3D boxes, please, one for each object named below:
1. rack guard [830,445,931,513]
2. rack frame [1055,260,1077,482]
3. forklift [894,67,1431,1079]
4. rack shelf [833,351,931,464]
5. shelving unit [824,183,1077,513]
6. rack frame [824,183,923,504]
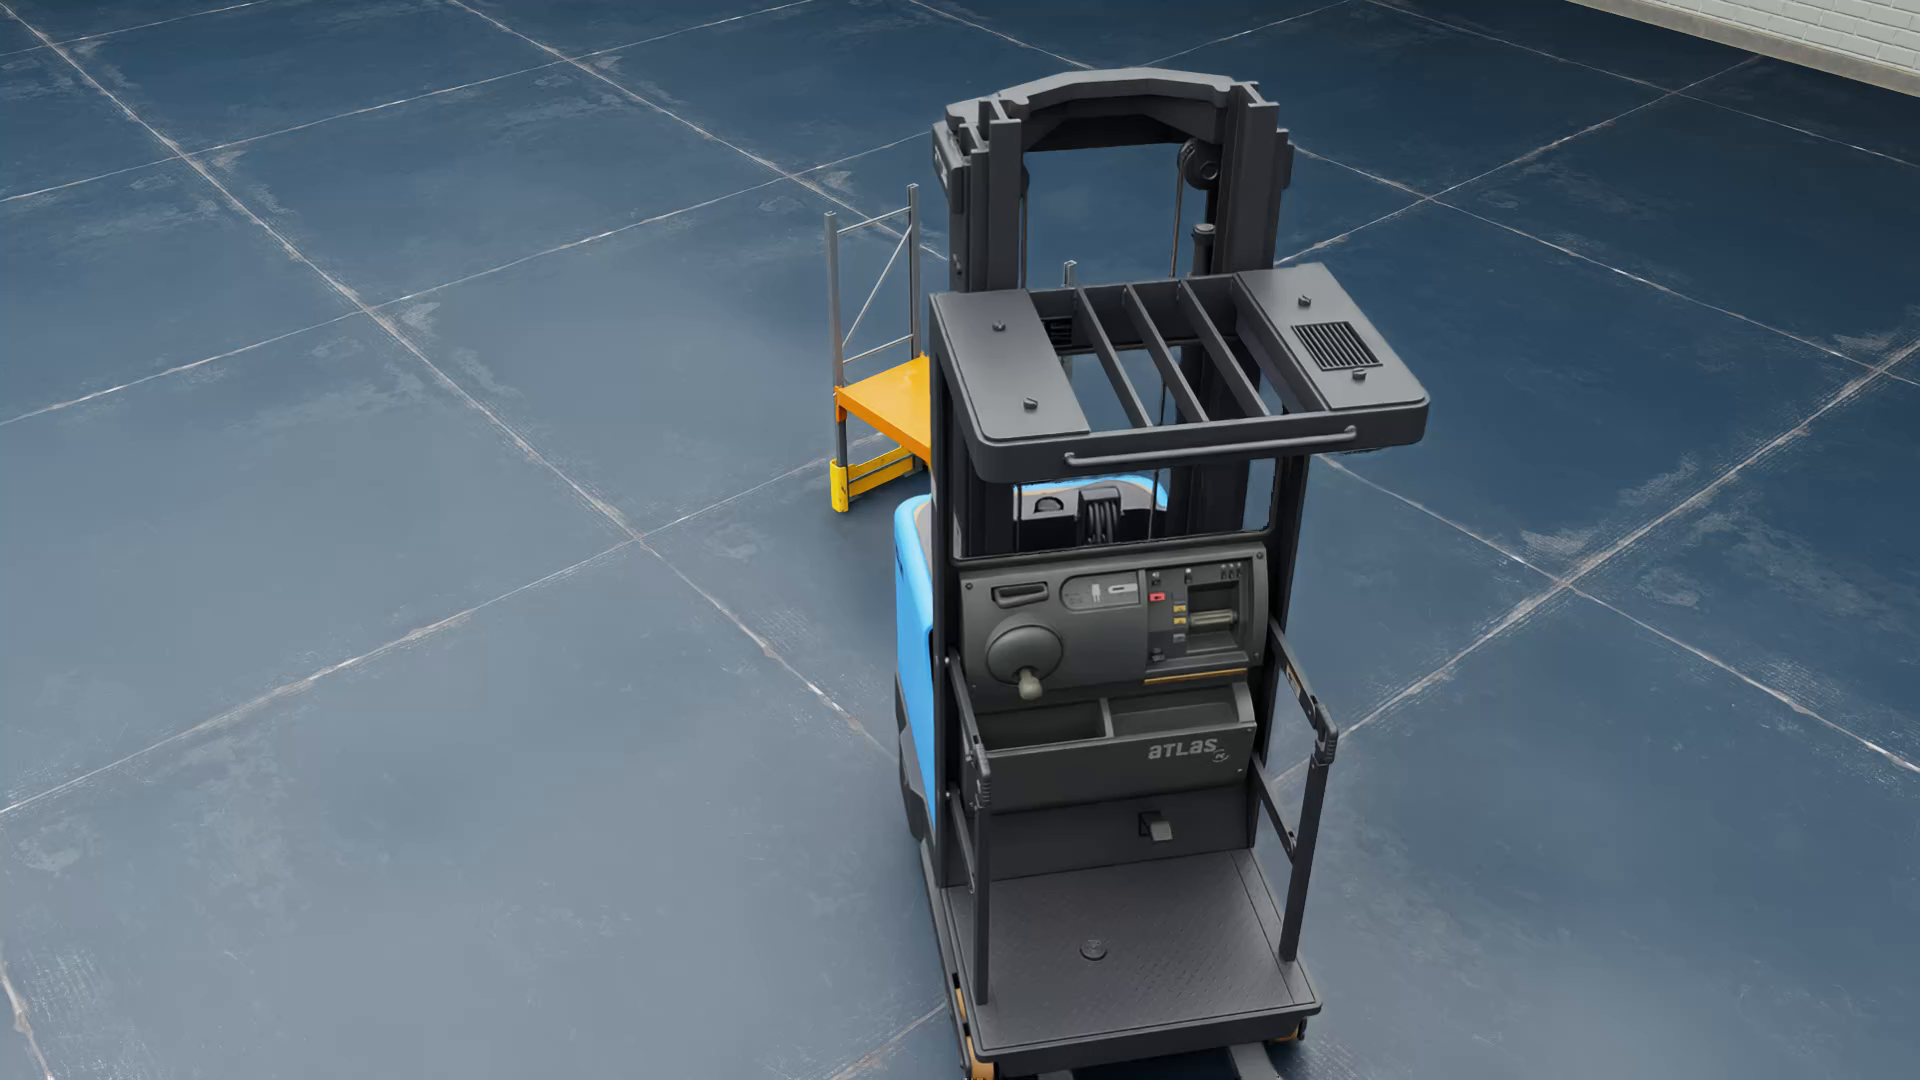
[{"bbox_3d":[-0.371,-0.356,8.036,0.587,0.250,0.087,-26,43,-32],"label":"rack guard"},{"bbox_3d":[0.273,-0.425,7.053,0.500,1.500,0.032,-26,43,-32],"label":"rack frame"},{"bbox_3d":[0.504,0.311,4.775,1.130,2.935,3.031,-6,36,-8],"label":"forklift"},{"bbox_3d":[-0.055,-0.503,7.474,0.538,0.185,1.000,-26,43,-32],"label":"rack shelf"},{"bbox_3d":[-0.049,-0.646,7.364,0.587,1.500,1.083,-26,43,-32],"label":"shelving unit"},{"bbox_3d":[-0.383,-0.874,7.687,0.500,1.500,0.032,-26,43,-32],"label":"rack frame"}]
